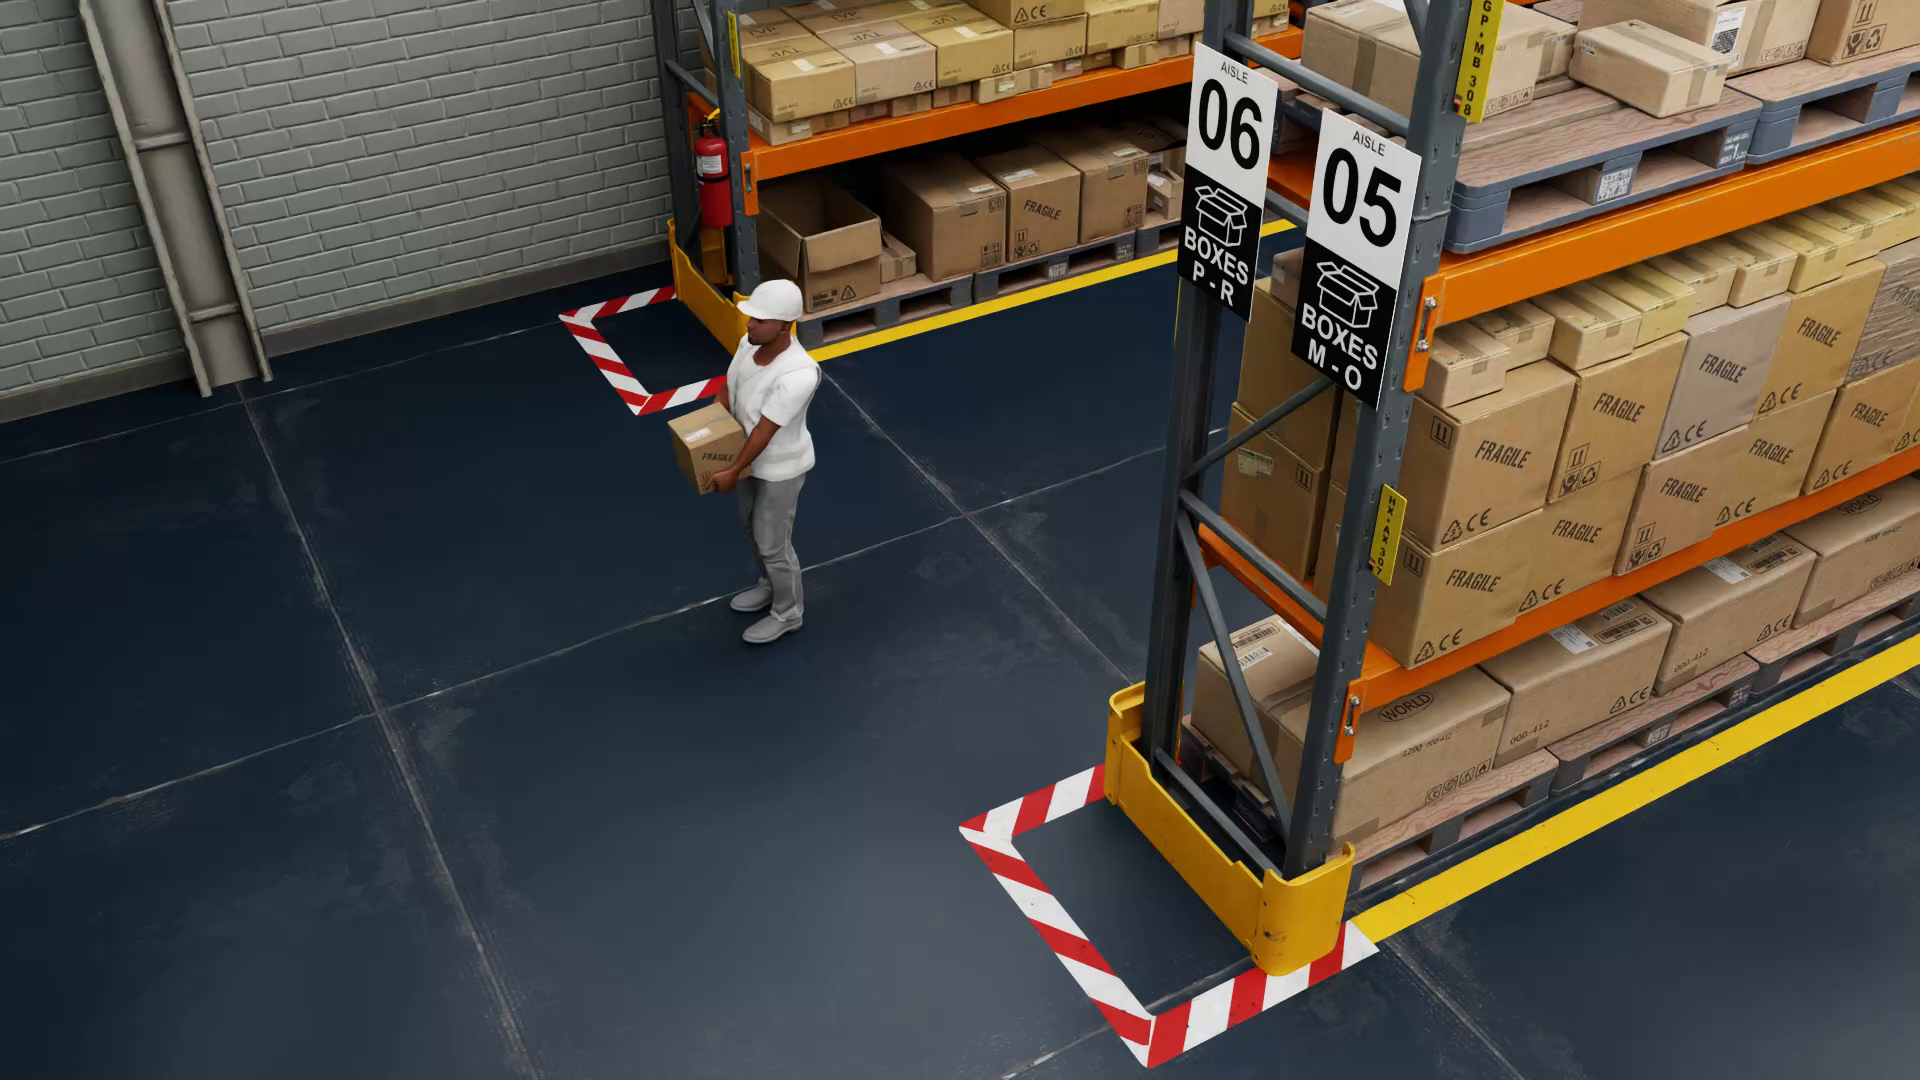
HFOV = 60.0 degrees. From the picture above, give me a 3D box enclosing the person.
[{"bbox_3d":[-0.913,-0.321,7.346,0.577,1.761,0.502,-19,41,-24],"label":"person"}]
